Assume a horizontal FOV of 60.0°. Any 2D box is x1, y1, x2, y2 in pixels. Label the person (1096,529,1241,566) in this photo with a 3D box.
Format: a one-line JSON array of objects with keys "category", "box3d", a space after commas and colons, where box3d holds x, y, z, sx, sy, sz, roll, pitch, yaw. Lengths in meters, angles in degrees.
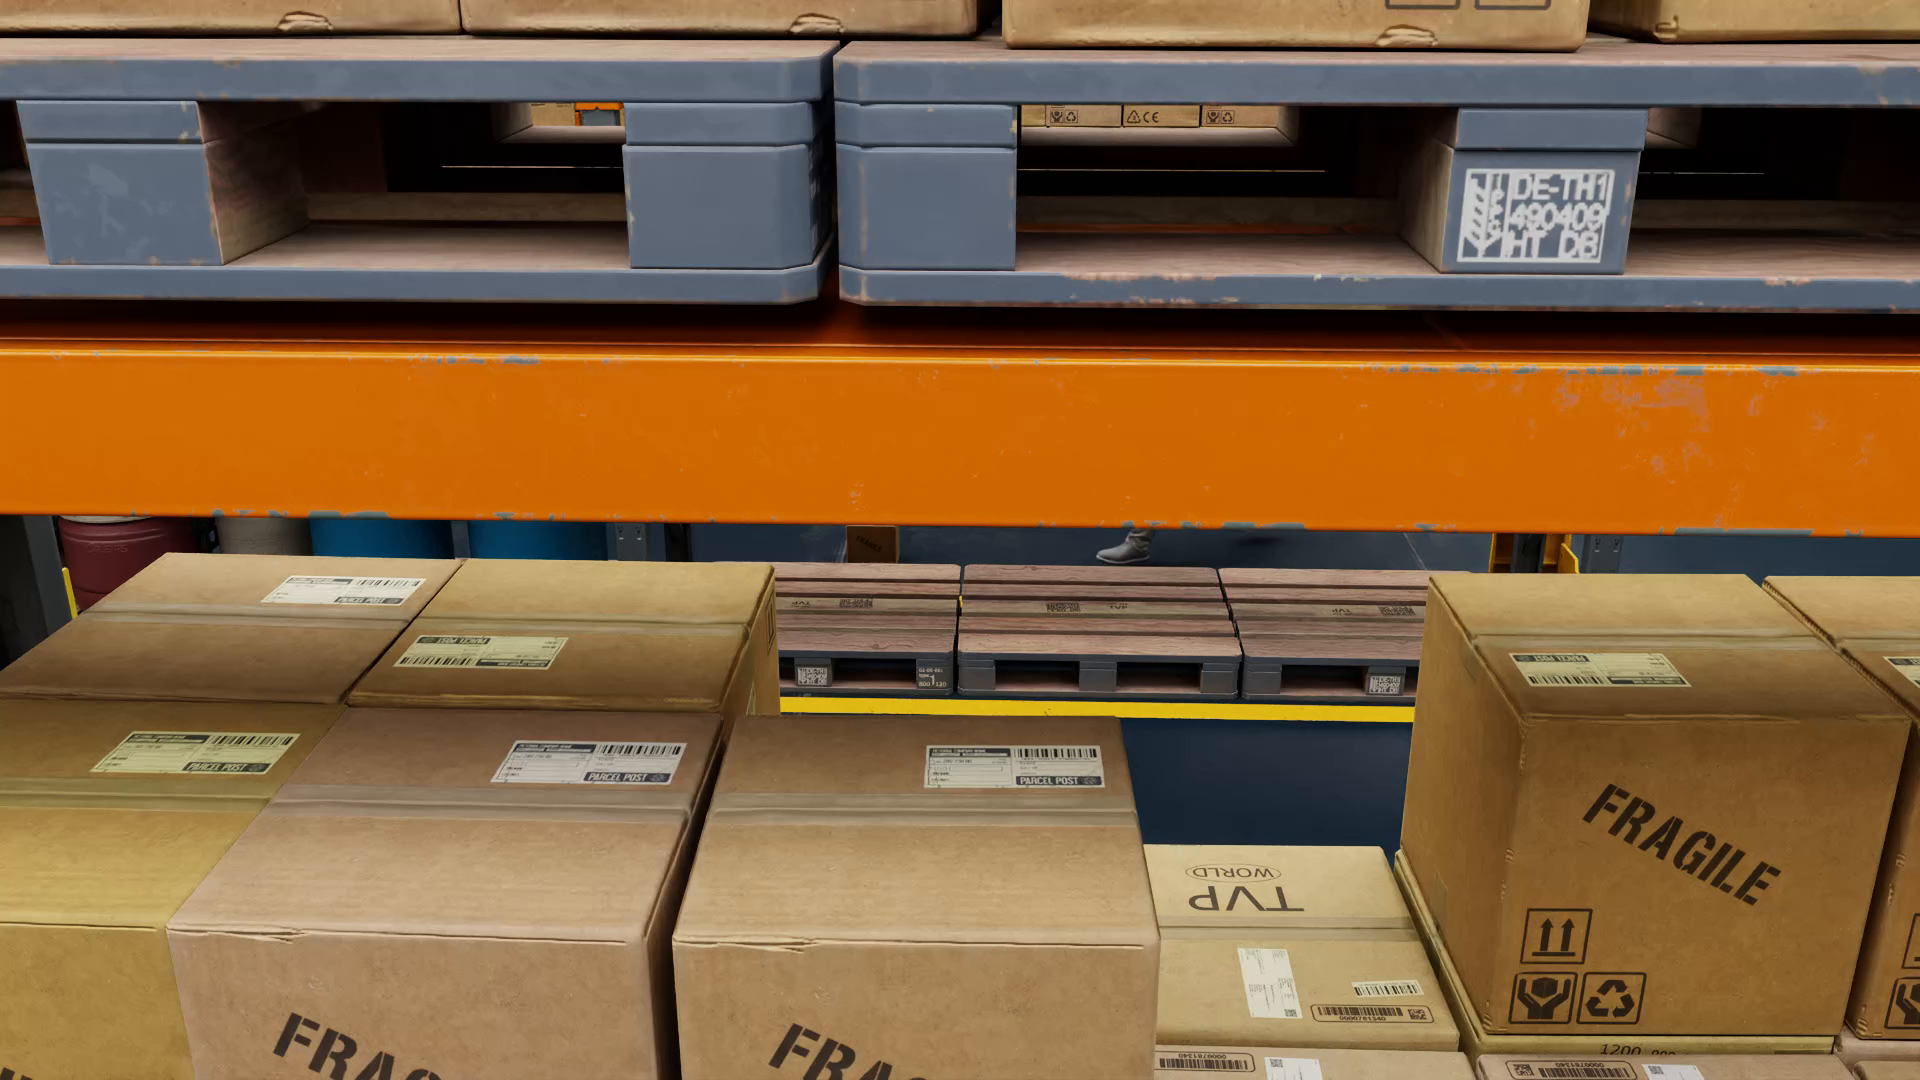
[{"category": "person", "box3d": [1.164, -0.707, 8.398, 1.011, 1.621, 0.489, -6, 22, -15]}]
